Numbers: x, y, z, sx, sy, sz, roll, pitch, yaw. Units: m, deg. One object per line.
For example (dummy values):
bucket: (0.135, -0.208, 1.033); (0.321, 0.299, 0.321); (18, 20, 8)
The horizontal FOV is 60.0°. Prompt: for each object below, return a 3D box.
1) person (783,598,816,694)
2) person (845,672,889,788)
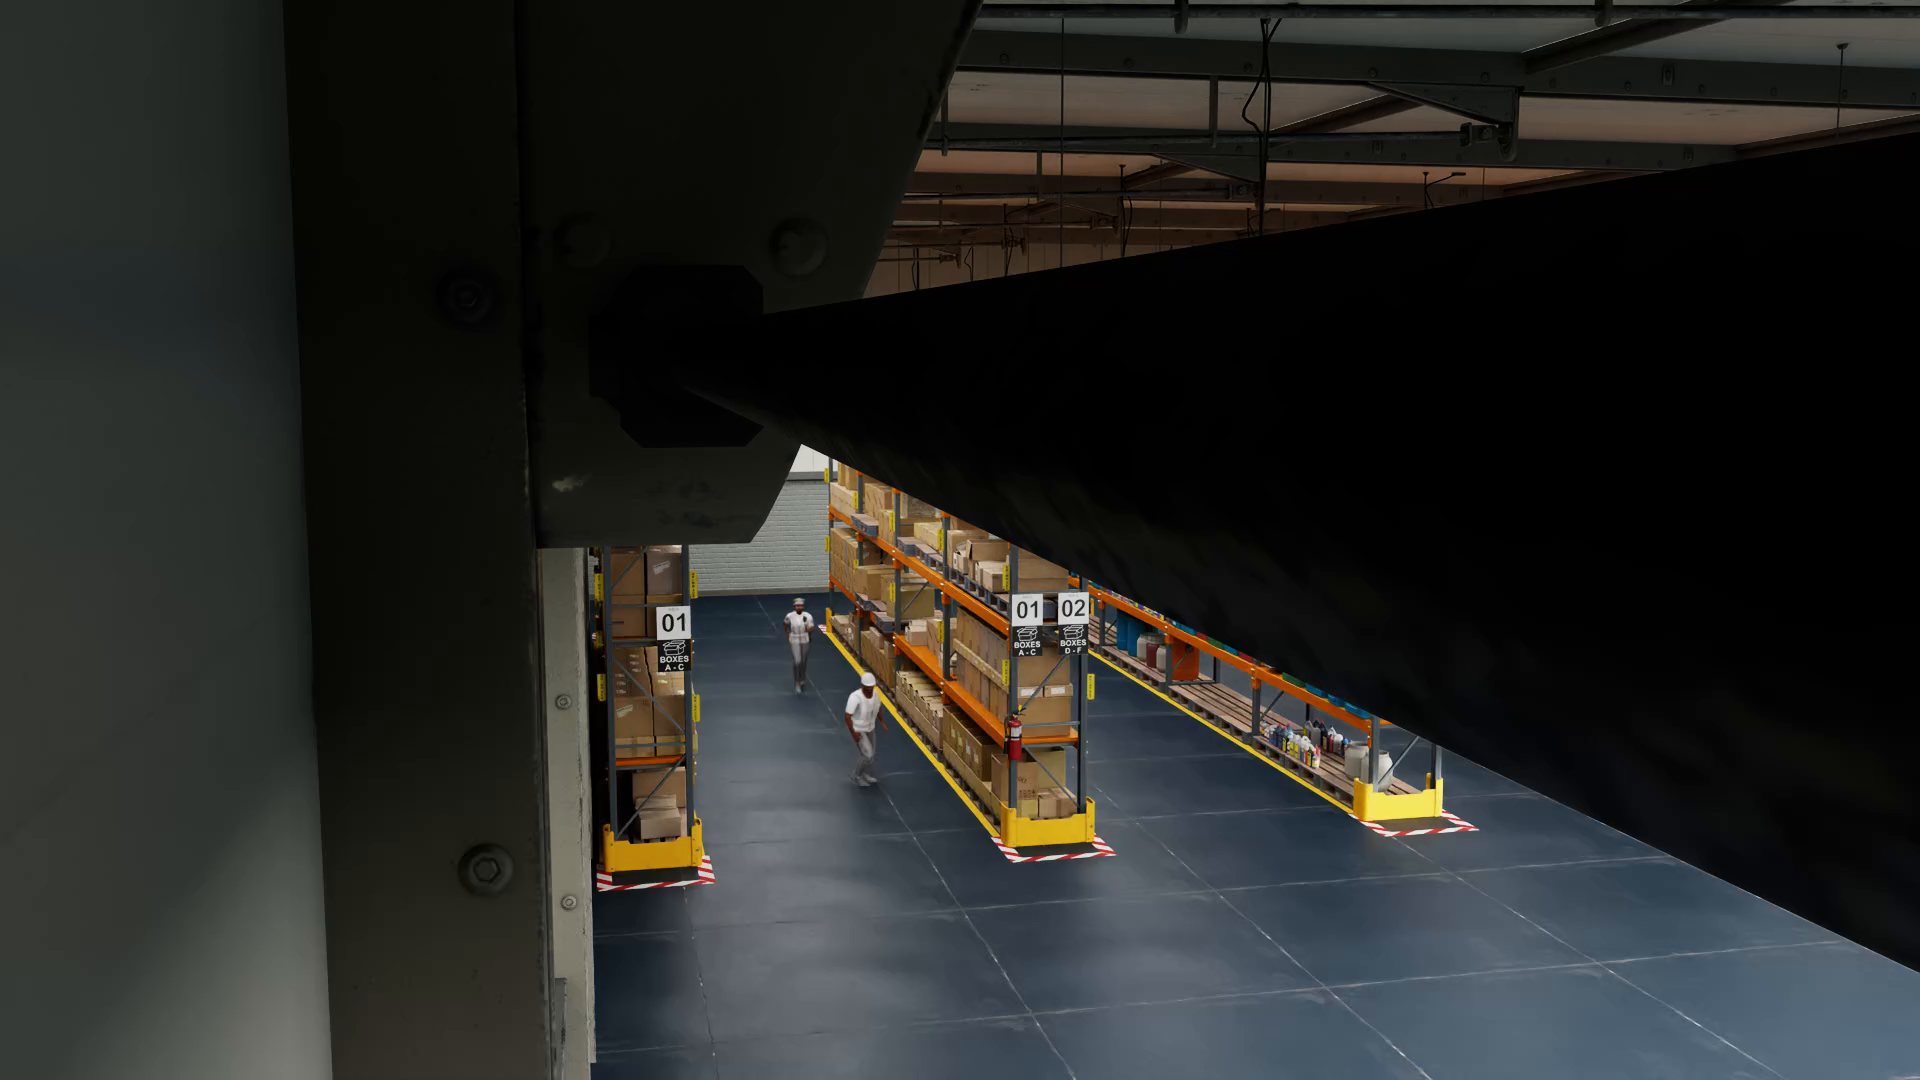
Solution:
person: (-2.917, 1.896, 30.269); (0.573, 1.738, 0.747); (-1, 7, -11)
person: (-1.355, 2.686, 23.693); (0.605, 1.699, 0.696); (5, 9, 37)
